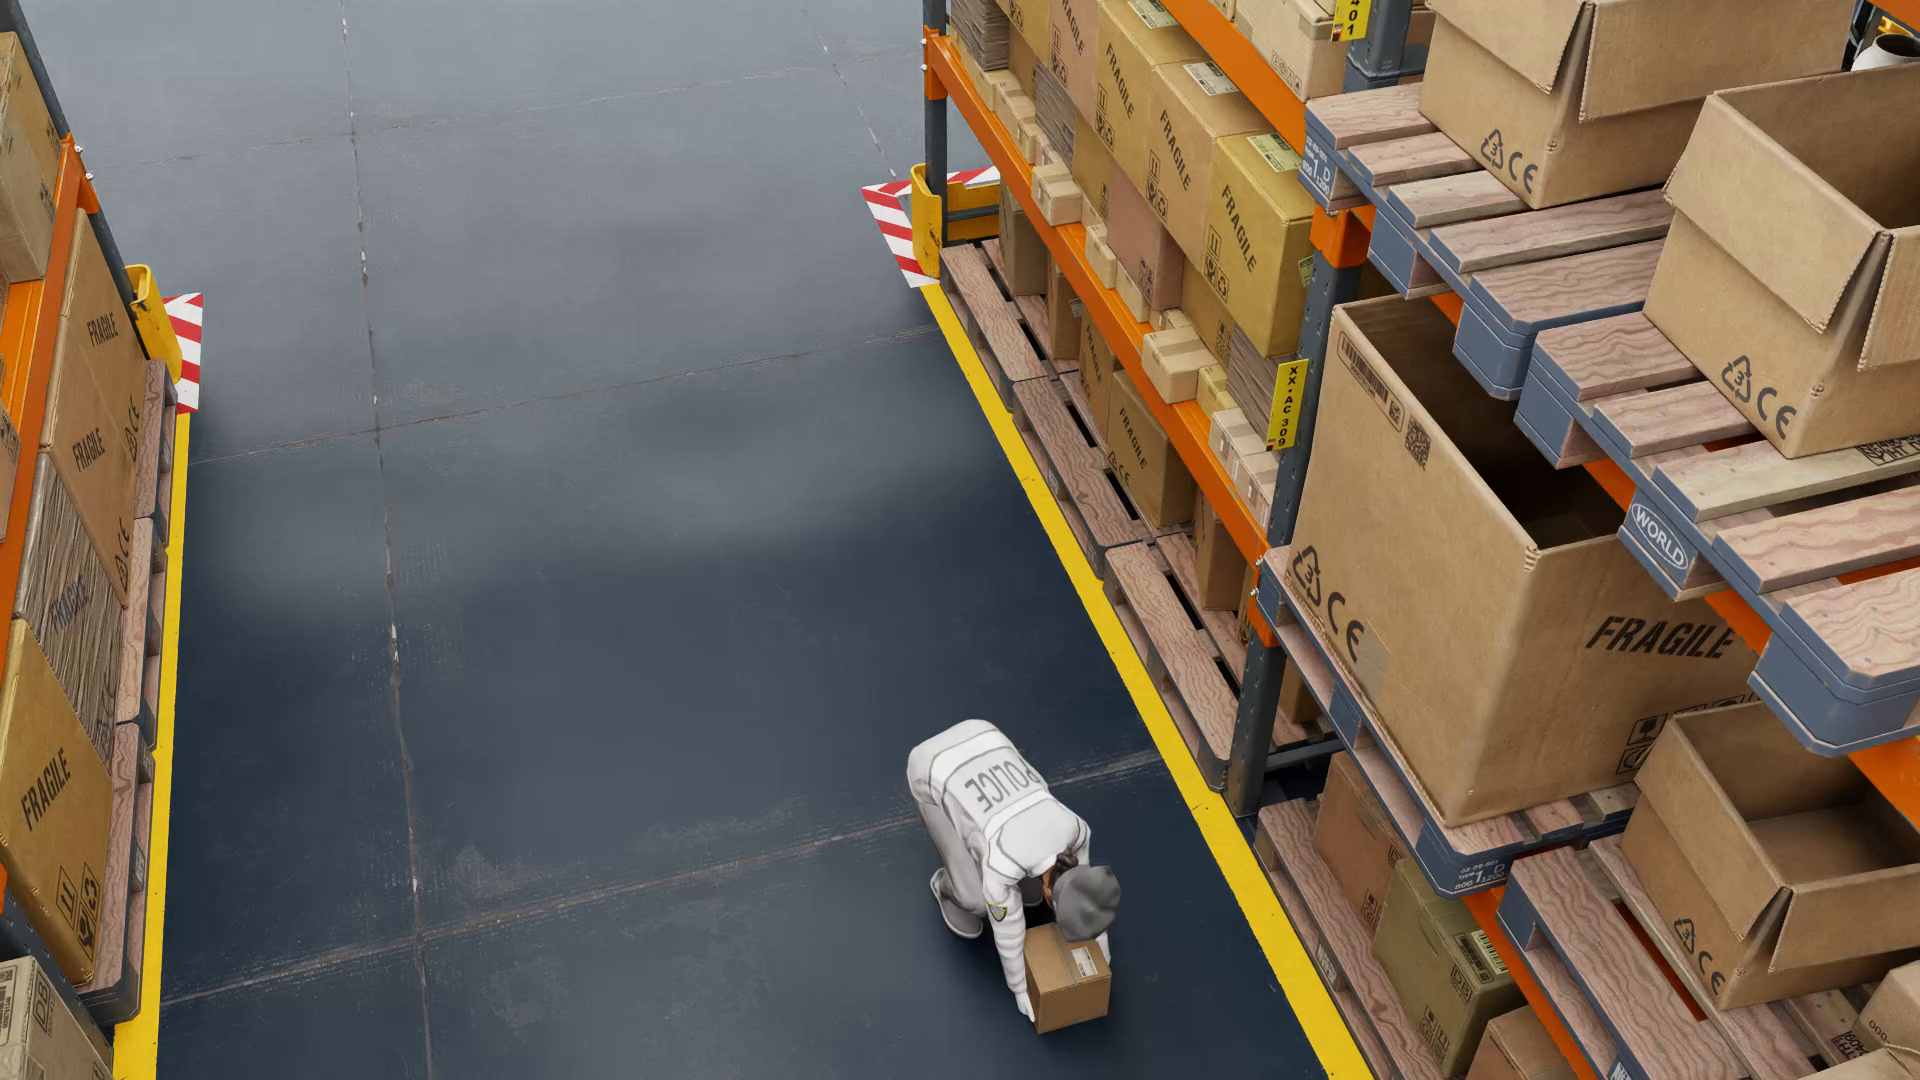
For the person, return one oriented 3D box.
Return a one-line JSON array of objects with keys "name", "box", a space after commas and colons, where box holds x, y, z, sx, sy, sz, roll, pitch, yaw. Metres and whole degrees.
[{"name": "person", "box": [0.183, 1.104, 5.640, 0.462, 0.770, 0.912, -24, 47, -24]}]
